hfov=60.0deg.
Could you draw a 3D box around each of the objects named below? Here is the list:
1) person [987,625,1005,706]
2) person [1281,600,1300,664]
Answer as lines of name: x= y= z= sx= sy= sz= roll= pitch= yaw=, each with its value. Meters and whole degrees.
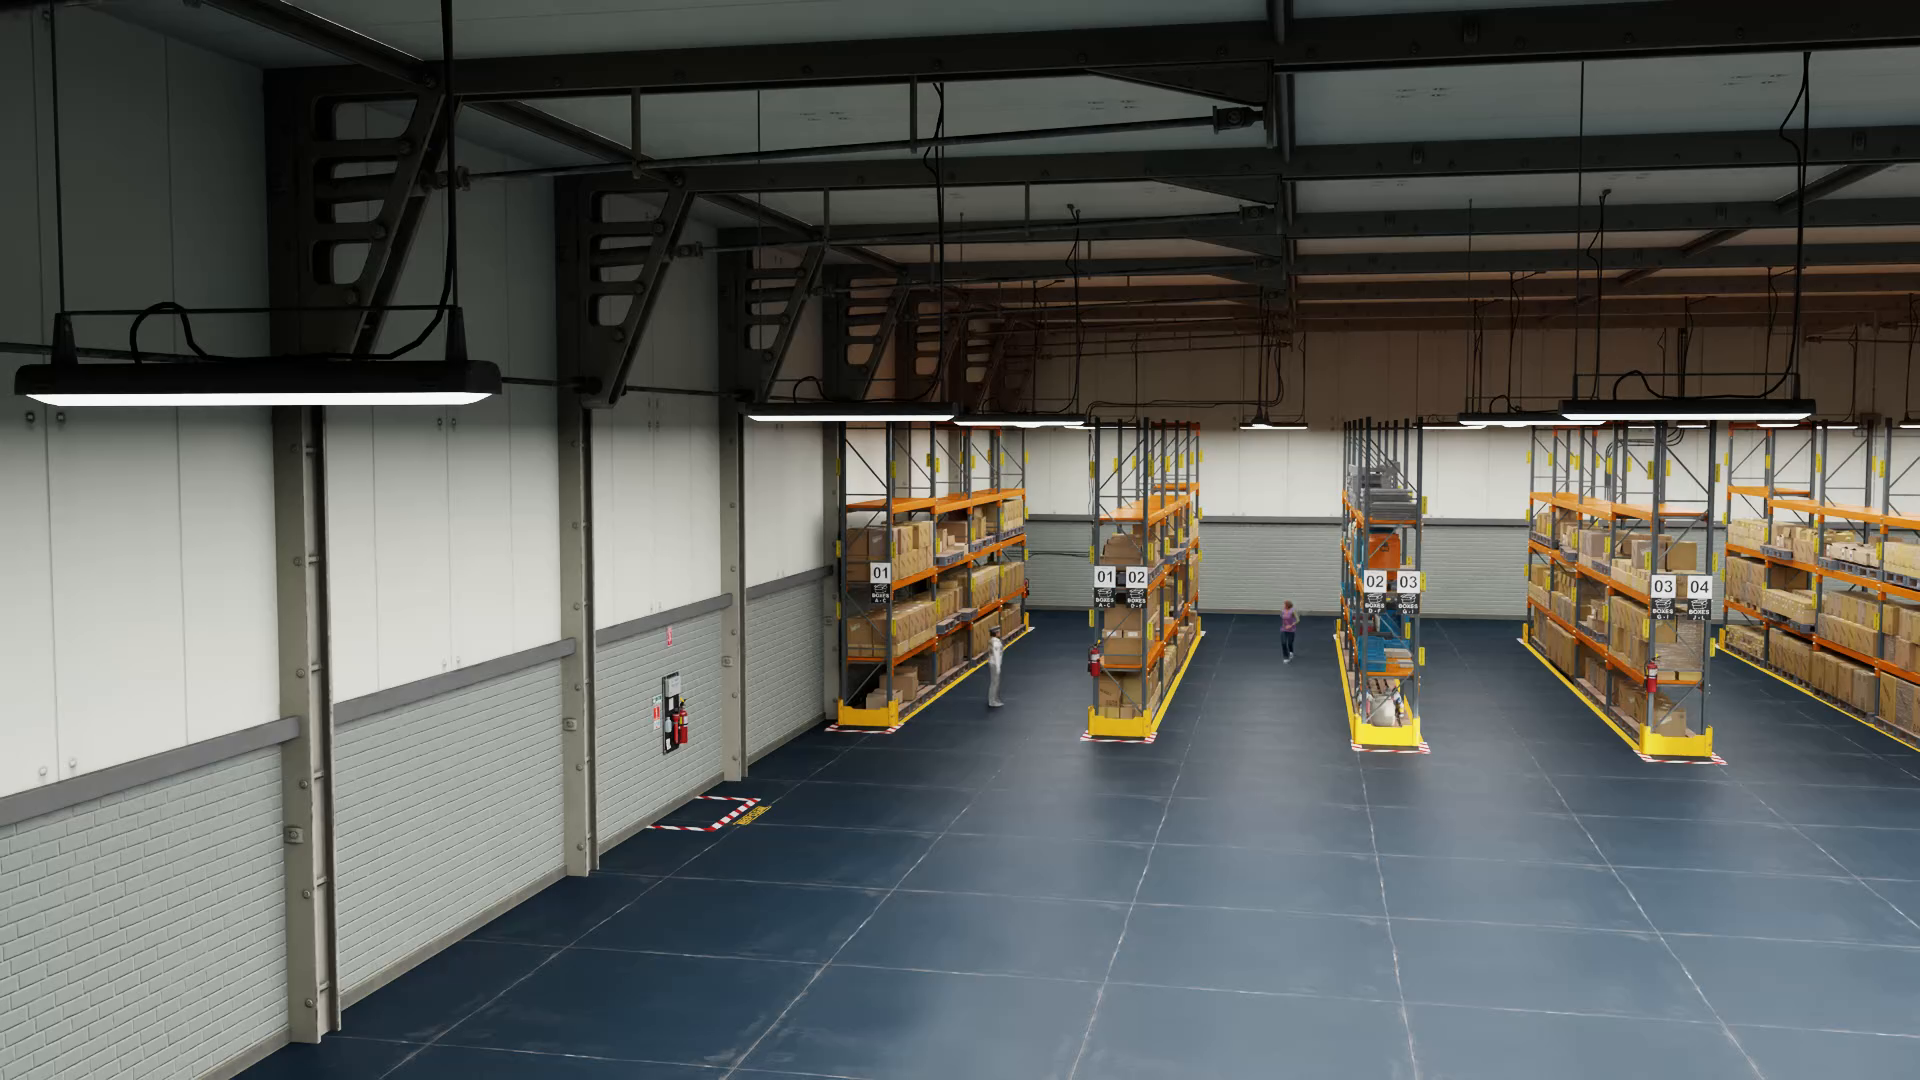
person: x=0.781 y=2.648 z=34.764 sx=0.407 sy=1.720 sz=0.535 roll=-1 pitch=4 yaw=-8
person: x=8.204 y=2.277 z=41.281 sx=0.472 sy=1.589 sz=0.660 roll=1 pitch=4 yaw=18
